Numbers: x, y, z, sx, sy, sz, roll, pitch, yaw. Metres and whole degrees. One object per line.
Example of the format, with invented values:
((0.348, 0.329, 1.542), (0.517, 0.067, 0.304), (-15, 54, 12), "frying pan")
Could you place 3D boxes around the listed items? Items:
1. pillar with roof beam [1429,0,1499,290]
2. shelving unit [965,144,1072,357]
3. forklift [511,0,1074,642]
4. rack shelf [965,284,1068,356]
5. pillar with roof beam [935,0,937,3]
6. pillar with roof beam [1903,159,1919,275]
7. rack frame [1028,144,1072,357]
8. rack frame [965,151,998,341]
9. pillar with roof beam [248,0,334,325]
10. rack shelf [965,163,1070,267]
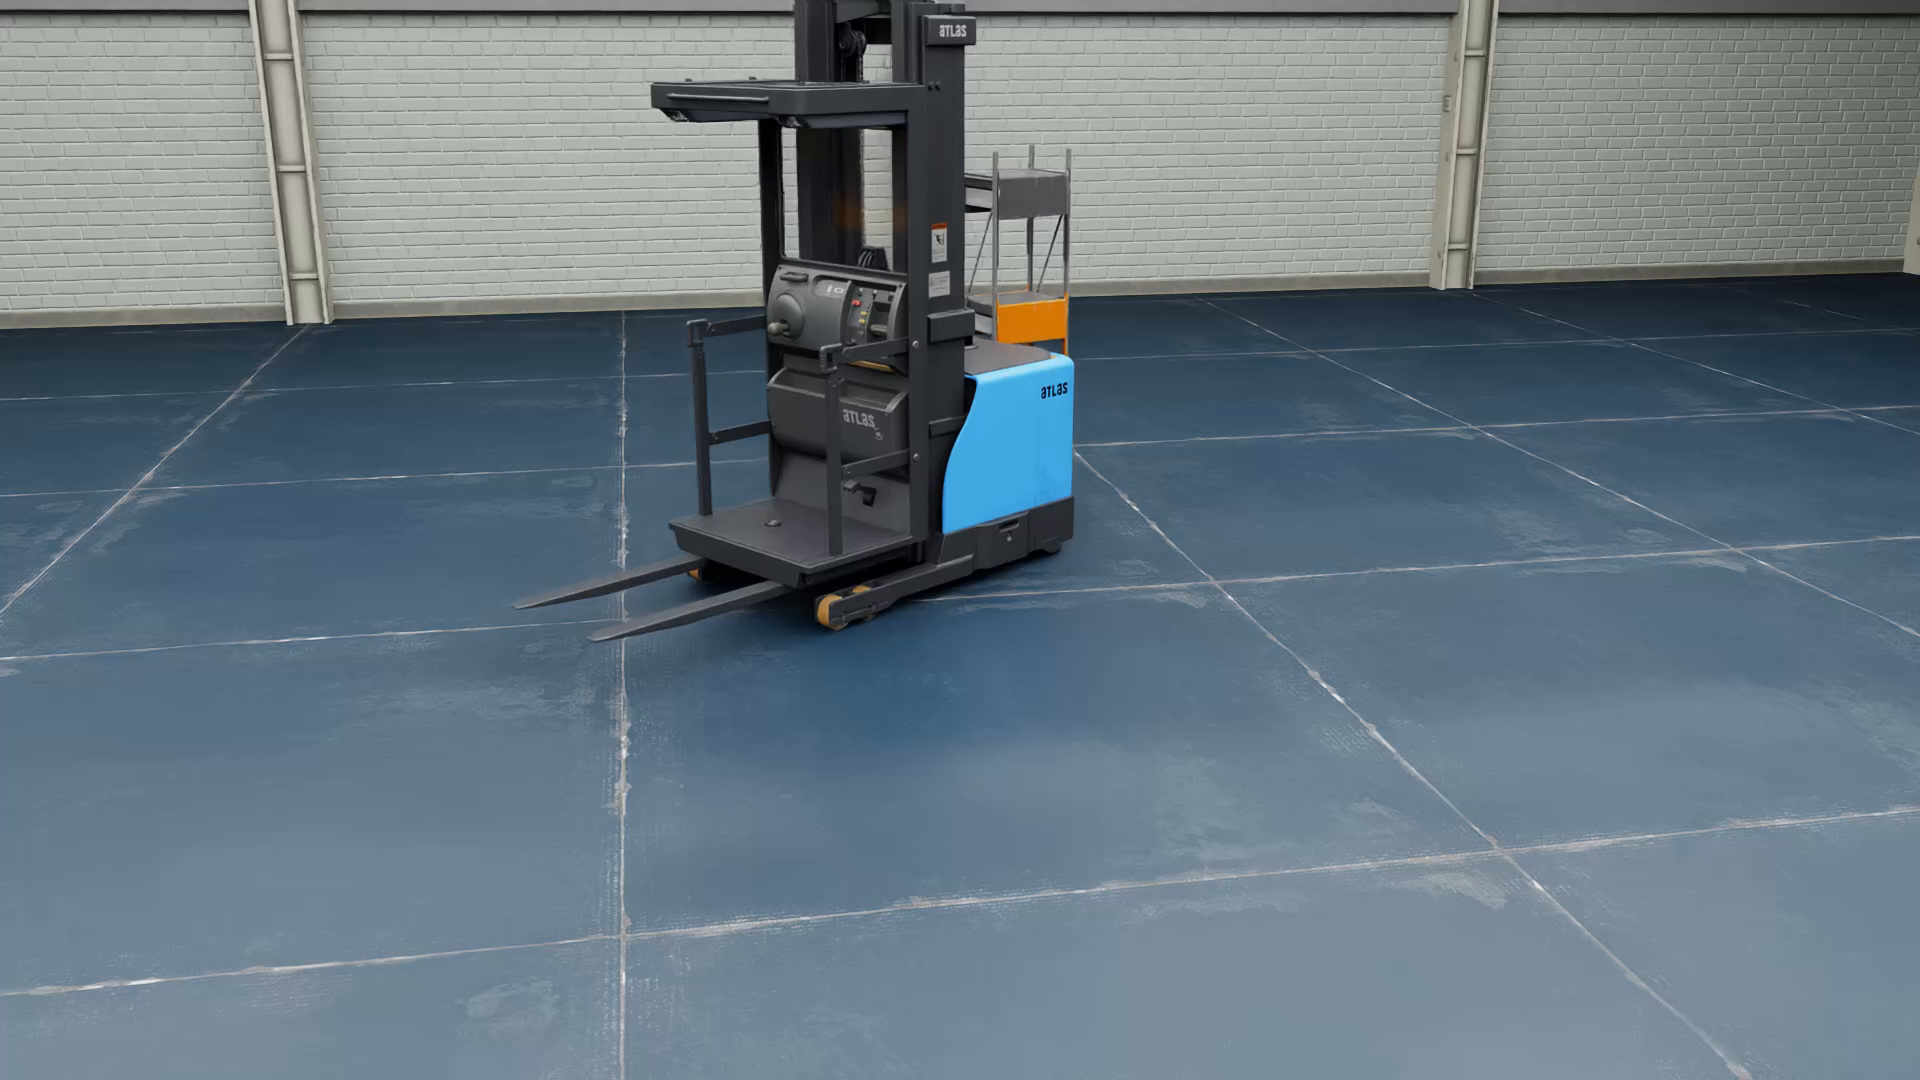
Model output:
((6.253, -5.863, 13.075), (0.400, 9.000, 9.100), (-3, 17, -10), "pillar with roof beam")
((0.303, -1.188, 9.604), (0.503, 2.100, 0.431), (-10, 20, -30), "shelving unit")
((-0.760, -1.142, 8.038), (1.130, 2.935, 3.031), (16, 23, 41), "forklift")
((0.303, -1.175, 9.608), (0.480, 0.518, 0.431), (-10, 20, -30), "rack shelf")
((0.362, -5.529, 11.987), (0.400, 9.000, 9.100), (-3, 17, -10), "pillar with roof beam")
((12.144, -6.197, 14.163), (0.400, 9.000, 9.100), (-3, 17, -10), "pillar with roof beam")
((0.510, -1.226, 9.727), (0.015, 2.100, 0.400), (-10, 20, -30), "rack frame")
((0.096, -1.150, 9.481), (0.015, 2.100, 0.400), (-10, 20, -30), "rack frame")
((-5.529, -5.195, 10.899), (0.400, 9.000, 9.100), (-3, 17, -10), "pillar with roof beam")
((0.303, -1.844, 9.403), (0.480, 0.518, 0.431), (-10, 20, -30), "rack shelf")
